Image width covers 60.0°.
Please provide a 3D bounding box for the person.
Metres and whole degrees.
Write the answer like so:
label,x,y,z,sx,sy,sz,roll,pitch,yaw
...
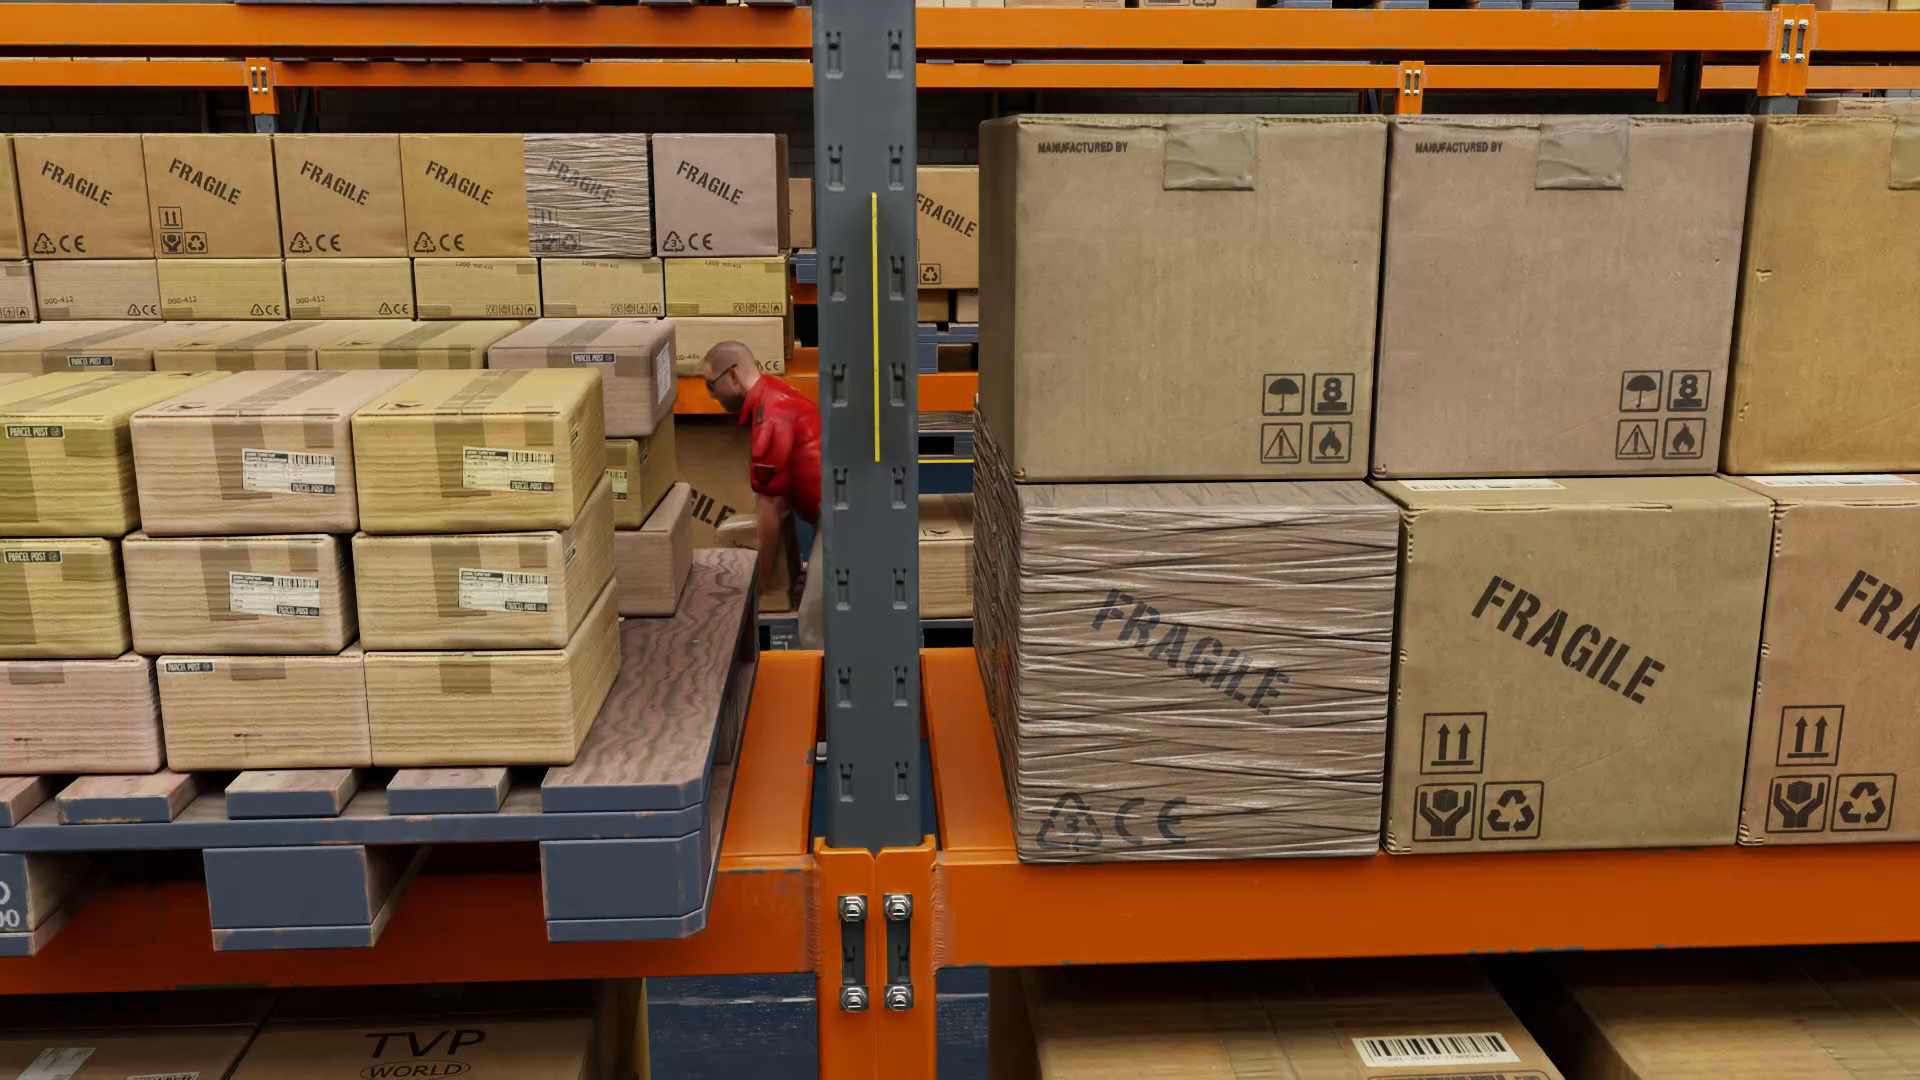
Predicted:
label,x,y,z,sx,sy,sz,roll,pitch,yaw
person,-0.521,-0.038,6.215,0.561,1.724,0.488,2,14,7
